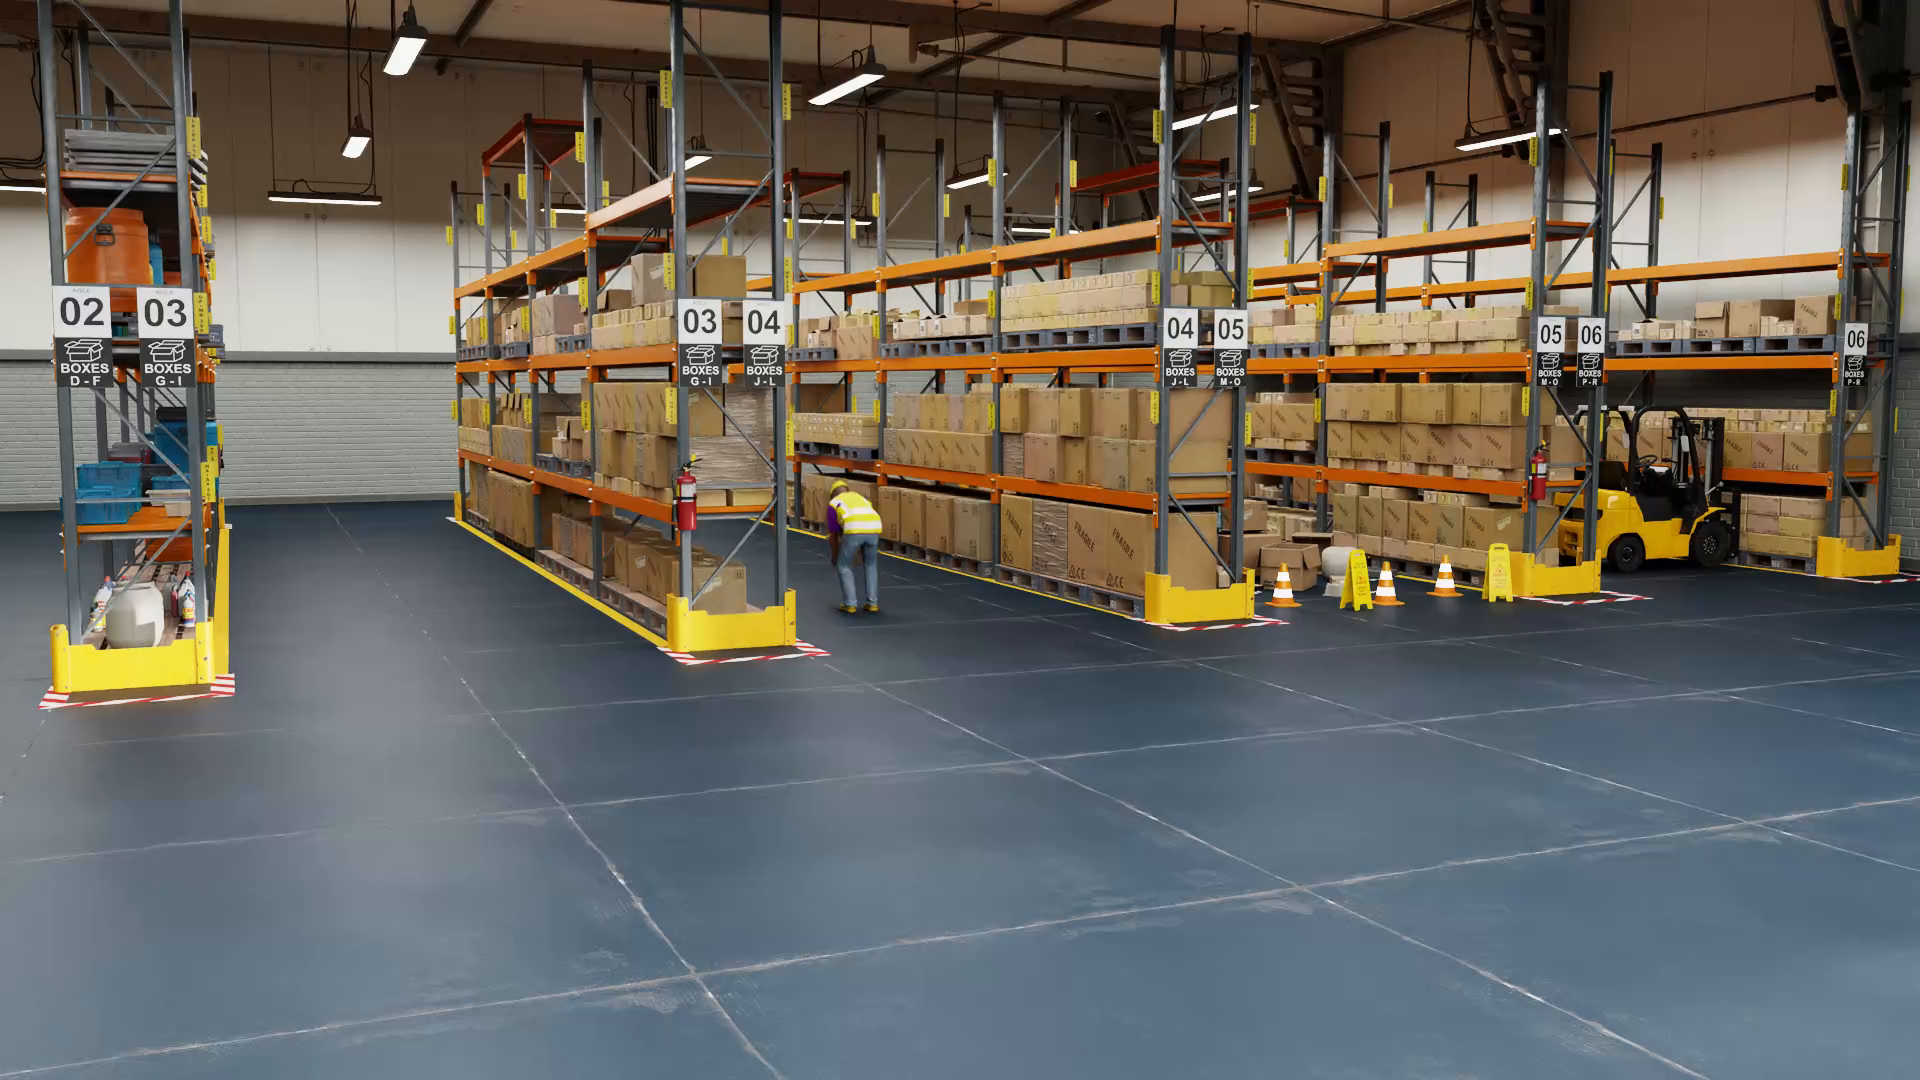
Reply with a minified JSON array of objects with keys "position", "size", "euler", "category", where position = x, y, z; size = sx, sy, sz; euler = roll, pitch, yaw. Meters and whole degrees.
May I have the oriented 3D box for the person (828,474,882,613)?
[{"position":[-1.176,0.023,18.056],"size":[0.488,1.454,0.857],"euler":[-3,6,-25],"category":"person"}]
